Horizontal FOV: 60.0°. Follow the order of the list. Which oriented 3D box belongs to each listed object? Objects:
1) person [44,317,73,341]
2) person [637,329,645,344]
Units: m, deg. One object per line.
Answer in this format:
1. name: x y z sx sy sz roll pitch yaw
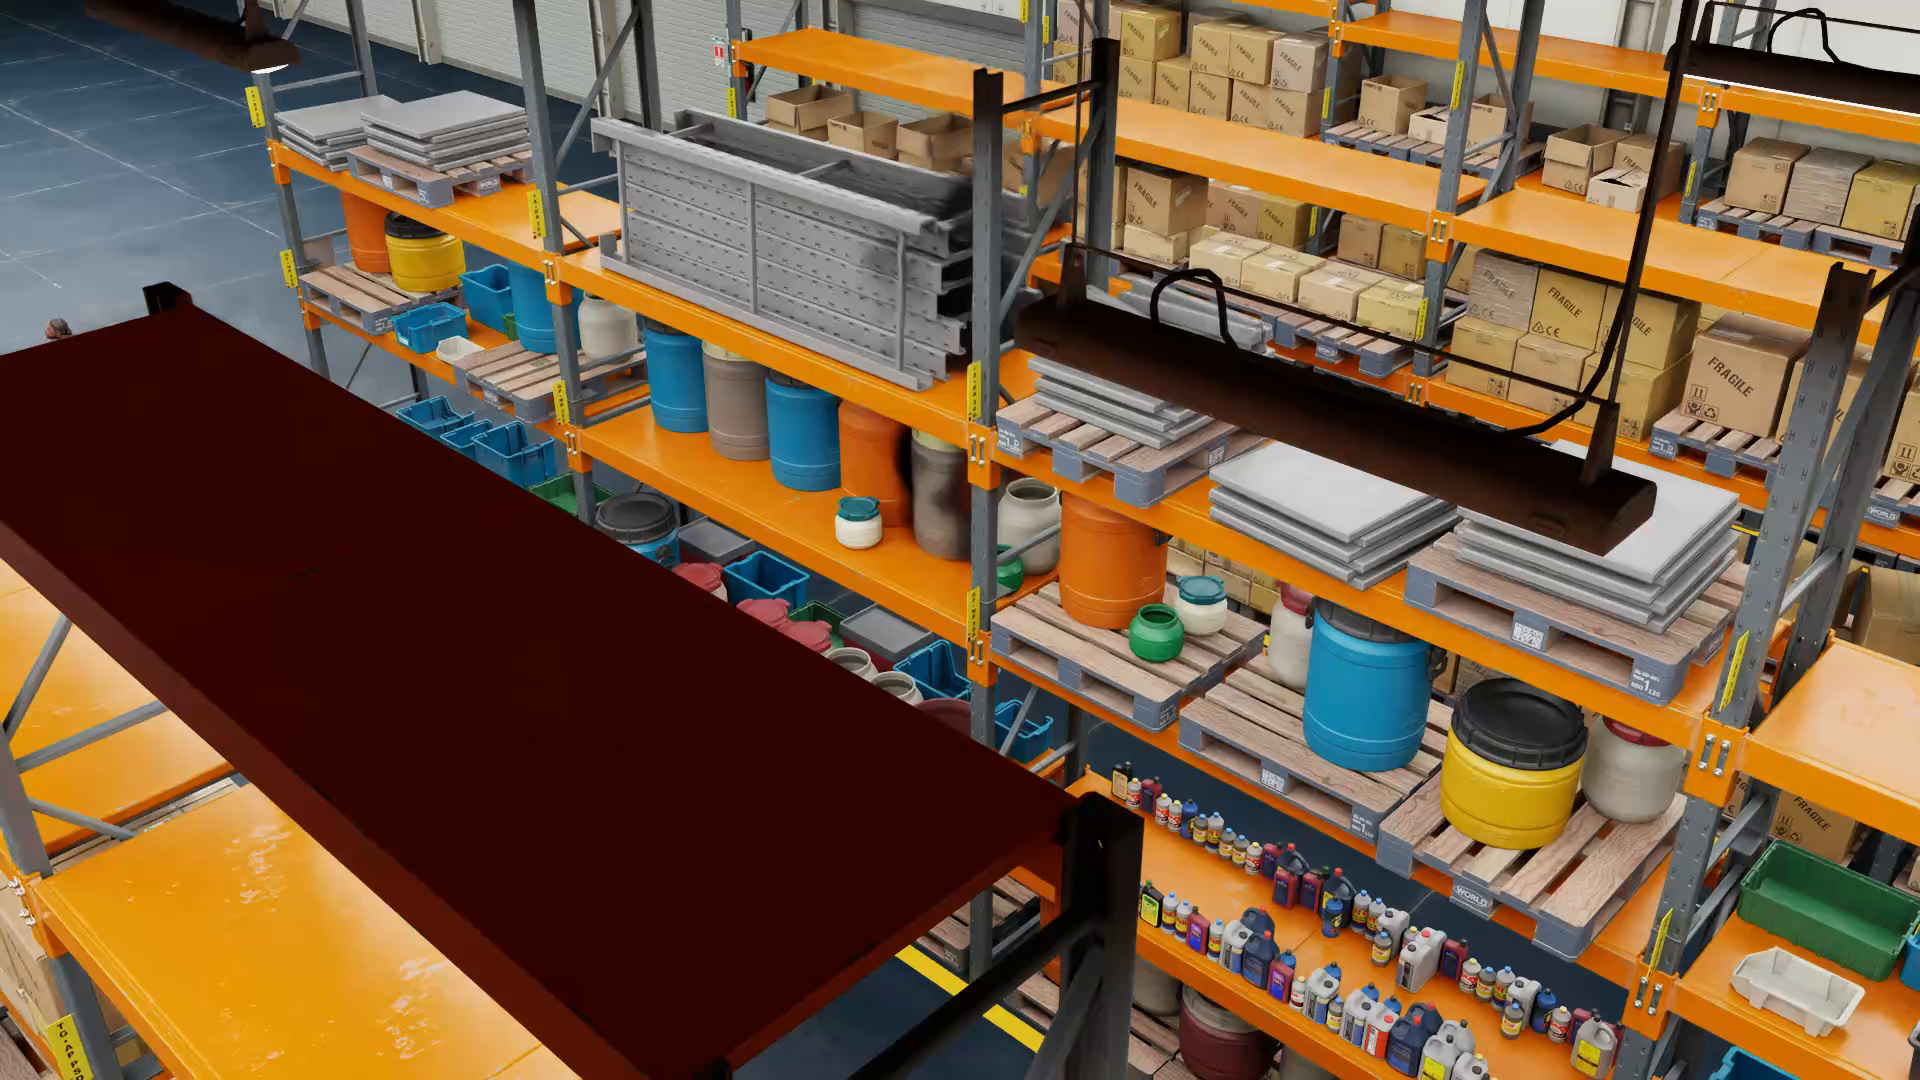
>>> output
1. person: -9.263 -1.573 17.395 0.493 1.621 0.580 -12 32 -21
2. person: -3.941 -2.832 19.515 0.553 1.728 0.731 -7 30 -12
